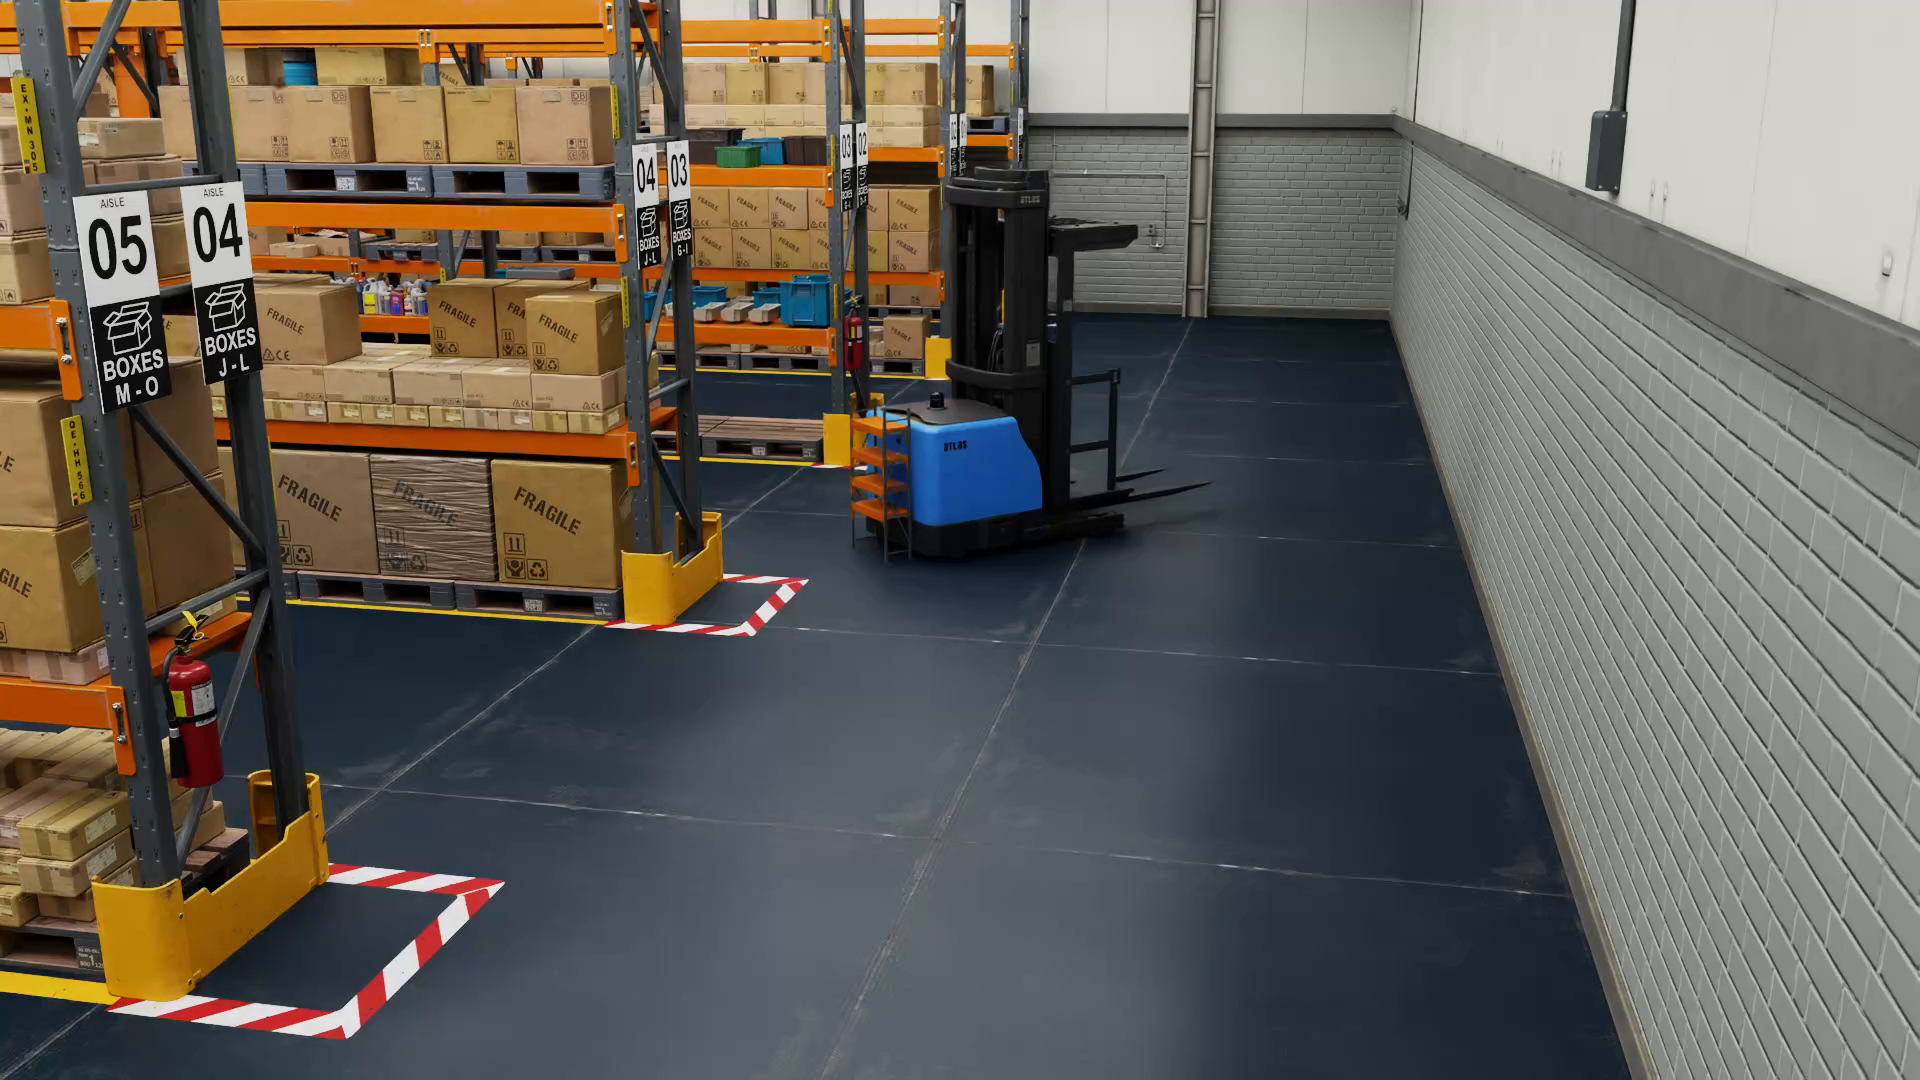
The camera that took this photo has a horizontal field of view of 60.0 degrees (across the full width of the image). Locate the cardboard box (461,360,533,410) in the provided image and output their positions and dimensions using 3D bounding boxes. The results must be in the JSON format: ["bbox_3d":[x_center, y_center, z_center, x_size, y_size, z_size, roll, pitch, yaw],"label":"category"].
[{"bbox_3d":[-3.087,-1.076,11.480,0.500,0.250,0.500,3,16,10],"label":"cardboard box"}]

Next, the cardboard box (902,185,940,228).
[{"bbox_3d":[-0.467,-4.235,21.101,0.500,0.500,0.500,4,16,13],"label":"cardboard box"}]

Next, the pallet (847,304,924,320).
[{"bbox_3d":[-1.093,-3.652,26.281,1.213,0.211,1.003,3,16,11],"label":"pallet"}]

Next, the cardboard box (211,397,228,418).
[{"bbox_3d":[-5.243,-0.982,11.889,0.250,0.149,0.380,4,16,13],"label":"cardboard box"}]

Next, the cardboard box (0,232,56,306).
[{"bbox_3d":[-3.649,-1.057,6.351,0.500,0.250,0.500,3,16,10],"label":"cardboard box"}]

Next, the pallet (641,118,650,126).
[{"bbox_3d":[-5.203,-6.609,26.468,1.213,0.211,1.003,4,16,14],"label":"pallet"}]

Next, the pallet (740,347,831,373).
[{"bbox_3d":[-2.133,-2.380,21.689,1.213,0.211,1.003,3,16,11],"label":"pallet"}]

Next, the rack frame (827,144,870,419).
[{"bbox_3d":[-1.076,-2.317,16.236,0.127,3.000,1.000,3,16,11],"label":"rack frame"}]

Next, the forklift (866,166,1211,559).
[{"bbox_3d":[0.744,-1.547,13.585,3.031,2.935,1.130,-10,18,-33],"label":"forklift"}]

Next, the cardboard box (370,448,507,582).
[{"bbox_3d":[-3.598,-0.261,12.008,0.875,0.875,0.875,3,16,11],"label":"cardboard box"}]

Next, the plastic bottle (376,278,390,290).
[{"bbox_3d":[-5.933,-2.507,17.015,0.185,0.351,0.144,3,16,11],"label":"plastic bottle"}]

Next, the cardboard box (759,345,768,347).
[{"bbox_3d":[-2.655,-2.745,21.996,0.500,0.311,0.500,3,16,11],"label":"cardboard box"}]

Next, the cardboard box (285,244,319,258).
[{"bbox_3d":[-8.861,-3.892,22.395,0.250,0.149,0.380,3,16,11],"label":"cardboard box"}]

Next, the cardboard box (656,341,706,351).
[{"bbox_3d":[-3.637,-2.662,21.697,0.500,0.311,0.500,3,16,11],"label":"cardboard box"}]

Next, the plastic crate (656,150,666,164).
[{"bbox_3d":[-3.150,-3.680,16.034,0.530,0.136,0.437,3,16,11],"label":"plastic crate"}]

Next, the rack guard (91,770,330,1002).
[{"bbox_3d":[-3.225,1.472,7.242,0.348,0.500,1.175,3,16,11],"label":"rack guard"}]

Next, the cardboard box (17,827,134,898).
[{"bbox_3d":[-3.724,1.346,7.011,0.250,0.149,0.380,3,16,10],"label":"cardboard box"}]

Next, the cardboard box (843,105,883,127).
[{"bbox_3d":[-1.129,-5.214,20.420,0.500,0.250,0.500,3,16,11],"label":"cardboard box"}]

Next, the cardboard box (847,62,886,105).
[{"bbox_3d":[-1.065,-5.660,20.625,0.500,0.500,0.700,3,16,11],"label":"cardboard box"}]

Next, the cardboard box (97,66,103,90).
[{"bbox_3d":[-13.970,-7.621,27.668,0.500,0.500,0.500,3,16,10],"label":"cardboard box"}]

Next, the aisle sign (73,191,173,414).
[{"bbox_3d":[-3.138,-0.899,6.250,0.004,0.787,0.394,3,16,11],"label":"aisle sign"}]

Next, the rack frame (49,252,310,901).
[{"bbox_3d":[-3.150,0.271,6.894,0.127,3.000,1.000,3,16,11],"label":"rack frame"}]

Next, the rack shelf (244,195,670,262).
[{"bbox_3d":[-4.023,-2.226,11.638,4.000,0.370,1.077,3,16,11],"label":"rack shelf"}]

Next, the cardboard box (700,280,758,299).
[{"bbox_3d":[-3.684,-4.288,26.593,0.750,0.750,0.750,3,16,12],"label":"cardboard box"}]

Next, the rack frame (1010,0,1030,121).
[{"bbox_3d":[0.899,-7.799,24.791,0.127,3.000,1.000,3,16,11],"label":"rack frame"}]

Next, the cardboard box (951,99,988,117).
[{"bbox_3d":[0.128,-6.502,25.032,0.500,0.250,0.500,4,16,13],"label":"cardboard box"}]

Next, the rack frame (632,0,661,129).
[{"bbox_3d":[-4.005,-6.716,20.881,0.127,3.000,1.000,3,16,11],"label":"rack frame"}]

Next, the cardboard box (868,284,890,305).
[{"bbox_3d":[-1.315,-3.997,26.197,0.500,0.500,0.700,3,16,12],"label":"cardboard box"}]

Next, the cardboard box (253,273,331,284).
[{"bbox_3d":[-4.989,-1.684,12.271,0.500,0.500,0.500,3,16,12],"label":"cardboard box"}]

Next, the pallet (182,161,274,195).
[{"bbox_3d":[-5.183,-2.590,11.771,1.213,0.211,1.003,3,16,11],"label":"pallet"}]

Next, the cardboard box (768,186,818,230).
[{"bbox_3d":[-2.083,-4.174,20.882,0.500,0.500,0.500,4,16,13],"label":"cardboard box"}]

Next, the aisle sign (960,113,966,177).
[{"bbox_3d":[0.040,-4.938,20.831,0.004,0.787,0.394,3,16,11],"label":"aisle sign"}]

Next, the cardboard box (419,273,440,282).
[{"bbox_3d":[-8.631,-4.443,27.770,0.500,0.500,0.700,3,16,11],"label":"cardboard box"}]

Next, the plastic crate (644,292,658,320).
[{"bbox_3d":[-3.139,-2.307,16.403,0.300,0.233,0.416,3,16,11],"label":"plastic crate"}]

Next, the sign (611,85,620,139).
[{"bbox_3d":[-2.184,-2.714,10.541,0.005,0.325,0.100,3,16,11],"label":"sign"}]

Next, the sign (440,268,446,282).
[{"bbox_3d":[-5.107,-2.519,16.448,0.005,0.325,0.100,3,16,11],"label":"sign"}]

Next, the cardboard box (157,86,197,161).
[{"bbox_3d":[-5.204,-2.952,11.750,0.500,0.500,0.700,2,16,8],"label":"cardboard box"}]

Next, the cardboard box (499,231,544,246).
[{"bbox_3d":[-5.748,-4.153,21.893,0.500,0.500,0.700,-1,16,-3],"label":"cardboard box"}]

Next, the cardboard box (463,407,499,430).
[{"bbox_3d":[-3.224,-0.873,11.496,0.250,0.149,0.380,3,16,12],"label":"cardboard box"}]

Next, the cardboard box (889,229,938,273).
[{"bbox_3d":[-0.578,-3.613,20.729,0.500,0.500,0.500,4,16,13],"label":"cardboard box"}]

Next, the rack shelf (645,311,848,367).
[{"bbox_3d":[-3.036,-2.076,16.716,4.000,0.370,1.077,3,16,11],"label":"rack shelf"}]

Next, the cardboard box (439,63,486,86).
[{"bbox_3d":[-6.499,-5.934,21.617,0.500,0.500,0.500,3,16,11],"label":"cardboard box"}]

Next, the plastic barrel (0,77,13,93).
[{"bbox_3d":[-10.318,-4.530,17.803,0.708,0.830,0.600,3,16,11],"label":"plastic barrel"}]

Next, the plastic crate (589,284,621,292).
[{"bbox_3d":[-3.536,-2.372,16.545,0.530,0.282,0.437,3,16,11],"label":"plastic crate"}]

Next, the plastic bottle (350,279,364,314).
[{"bbox_3d":[-6.143,-2.479,16.914,0.185,0.351,0.144,3,16,11],"label":"plastic bottle"}]

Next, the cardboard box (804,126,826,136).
[{"bbox_3d":[-1.621,-4.997,20.573,0.500,0.250,0.500,3,16,11],"label":"cardboard box"}]

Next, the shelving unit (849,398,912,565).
[{"bbox_3d":[-0.617,-0.459,12.900,0.258,1.200,0.503,-10,19,-33],"label":"shelving unit"}]

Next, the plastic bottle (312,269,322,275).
[{"bbox_3d":[-6.854,-2.711,17.754,0.185,0.351,0.144,3,16,11],"label":"plastic bottle"}]

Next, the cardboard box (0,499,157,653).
[{"bbox_3d":[-3.642,0.123,6.684,0.500,0.500,0.500,3,16,12],"label":"cardboard box"}]

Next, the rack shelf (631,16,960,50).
[{"bbox_3d":[-2.045,-6.261,20.593,4.000,0.370,1.077,3,16,11],"label":"rack shelf"}]

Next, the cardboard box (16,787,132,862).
[{"bbox_3d":[-3.719,1.194,7.002,0.250,0.149,0.380,3,16,12],"label":"cardboard box"}]
